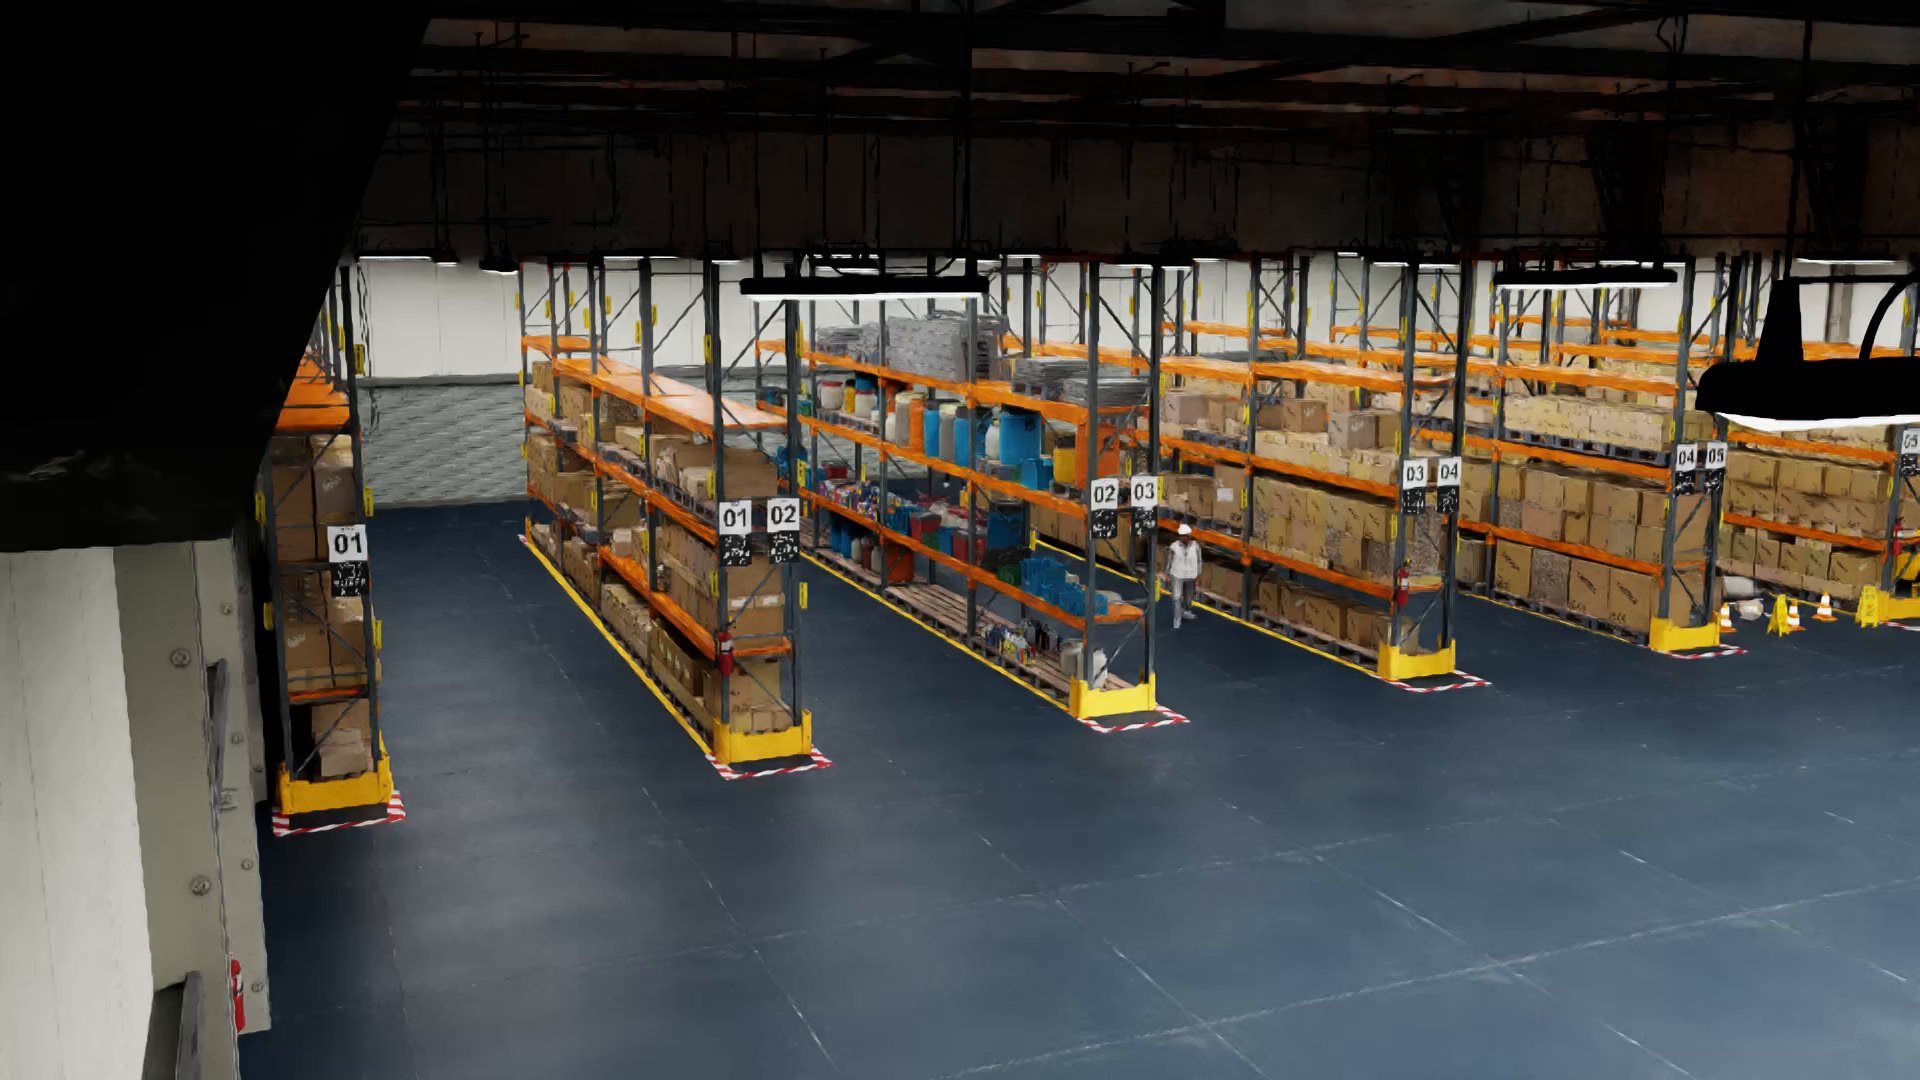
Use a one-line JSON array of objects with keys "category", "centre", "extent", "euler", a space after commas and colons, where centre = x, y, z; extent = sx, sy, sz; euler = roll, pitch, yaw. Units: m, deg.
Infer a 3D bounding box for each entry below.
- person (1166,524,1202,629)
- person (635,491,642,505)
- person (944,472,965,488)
[{"category": "person", "centre": [3.669, 0.560, 27.230], "extent": [0.574, 1.721, 0.955], "euler": [0, 10, -2]}, {"category": "person", "centre": [-6.952, -0.958, 35.197], "extent": [0.409, 1.788, 0.666], "euler": [-9, 14, -42]}, {"category": "person", "centre": [-0.100, -2.086, 42.096], "extent": [0.412, 1.533, 0.955], "euler": [-6, 12, -30]}]
